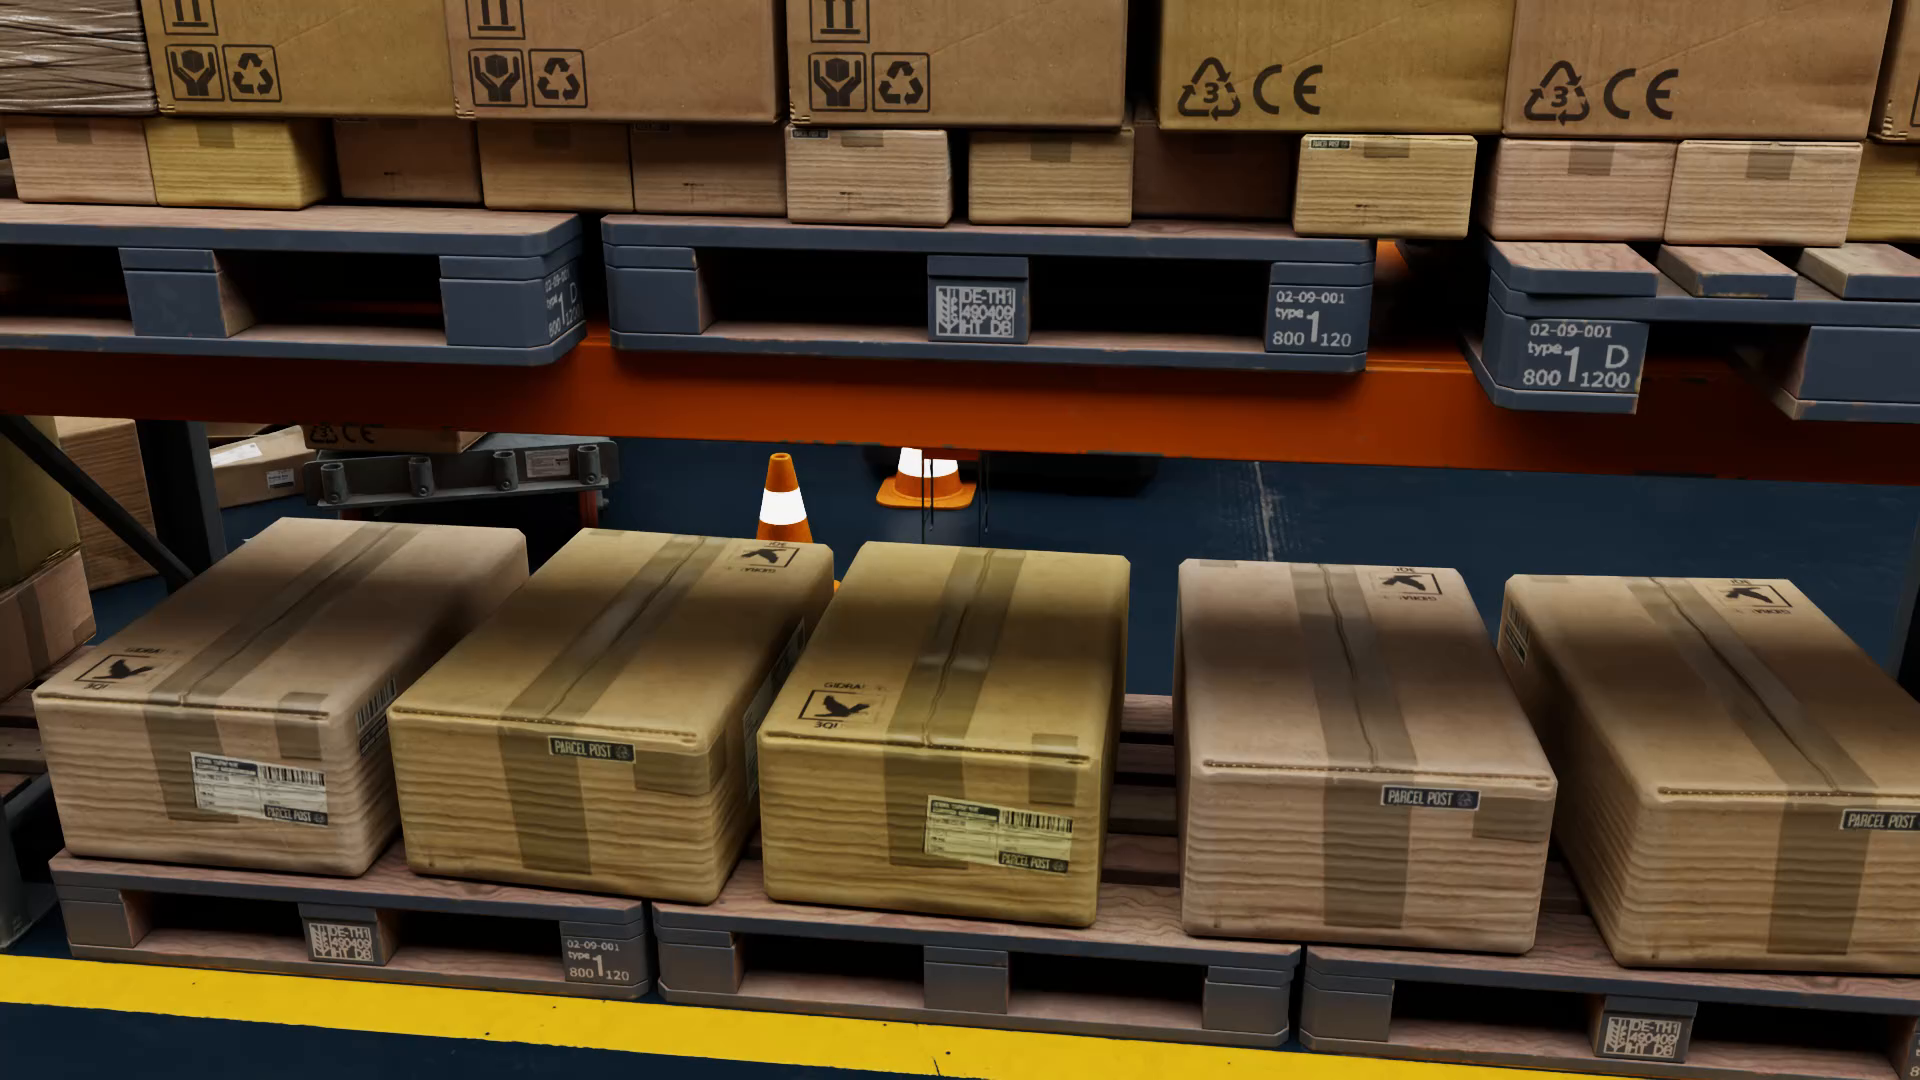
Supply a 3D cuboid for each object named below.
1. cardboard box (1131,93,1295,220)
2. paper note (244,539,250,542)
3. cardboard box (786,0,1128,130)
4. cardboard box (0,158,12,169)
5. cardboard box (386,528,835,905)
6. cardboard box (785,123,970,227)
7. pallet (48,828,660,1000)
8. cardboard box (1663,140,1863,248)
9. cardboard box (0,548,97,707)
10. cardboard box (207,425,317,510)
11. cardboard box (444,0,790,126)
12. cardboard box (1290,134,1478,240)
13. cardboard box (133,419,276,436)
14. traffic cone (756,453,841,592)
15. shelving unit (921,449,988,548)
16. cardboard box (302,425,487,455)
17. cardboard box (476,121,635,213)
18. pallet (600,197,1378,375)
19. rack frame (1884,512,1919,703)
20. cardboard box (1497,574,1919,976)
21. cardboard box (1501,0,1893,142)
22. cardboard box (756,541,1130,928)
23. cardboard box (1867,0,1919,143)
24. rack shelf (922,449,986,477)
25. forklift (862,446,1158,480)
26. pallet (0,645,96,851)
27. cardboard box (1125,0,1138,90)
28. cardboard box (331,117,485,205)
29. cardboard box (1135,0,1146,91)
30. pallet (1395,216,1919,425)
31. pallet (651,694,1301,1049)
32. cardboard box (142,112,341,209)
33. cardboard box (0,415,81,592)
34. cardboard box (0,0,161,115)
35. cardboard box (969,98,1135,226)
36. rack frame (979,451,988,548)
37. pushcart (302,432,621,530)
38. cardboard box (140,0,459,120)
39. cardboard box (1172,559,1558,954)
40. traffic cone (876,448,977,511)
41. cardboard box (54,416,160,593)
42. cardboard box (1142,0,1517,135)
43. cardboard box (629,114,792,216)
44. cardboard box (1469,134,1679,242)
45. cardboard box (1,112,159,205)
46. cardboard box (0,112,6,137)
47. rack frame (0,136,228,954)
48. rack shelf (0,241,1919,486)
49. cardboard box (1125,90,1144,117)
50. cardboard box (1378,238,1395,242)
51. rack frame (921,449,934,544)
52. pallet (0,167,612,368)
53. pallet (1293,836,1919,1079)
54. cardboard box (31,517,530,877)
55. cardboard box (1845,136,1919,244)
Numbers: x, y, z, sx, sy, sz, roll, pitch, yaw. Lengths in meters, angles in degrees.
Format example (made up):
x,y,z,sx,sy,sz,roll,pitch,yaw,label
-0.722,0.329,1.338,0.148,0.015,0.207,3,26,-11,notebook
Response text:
x,y,z,sx,sy,sz,roll,pitch,yaw,label
0.412,-0.640,2.750,0.250,0.149,0.380,3,22,7,cardboard box
-2.243,-0.015,5.435,0.142,0.019,0.148,2,22,6,paper note
0.012,-0.939,2.622,0.500,0.500,0.500,2,22,4,cardboard box
-2.193,-0.763,3.633,0.250,0.149,0.380,2,22,6,cardboard box
-0.682,0.329,3.531,0.625,0.372,0.950,4,22,10,cardboard box
-0.115,-0.622,2.704,0.250,0.149,0.380,3,22,8,cardboard box
-1.144,0.580,3.685,1.213,0.211,1.003,2,22,6,pallet
1.171,-0.563,2.554,0.250,0.149,0.380,2,22,6,cardboard box
-2.472,0.210,3.998,0.500,0.250,0.500,2,22,4,cardboard box
-2.474,-0.297,5.830,0.396,0.266,0.258,-14,25,-31,cardboard box
-0.499,-0.957,2.668,0.500,0.500,0.500,2,22,6,cardboard box
0.647,-0.584,2.606,0.250,0.149,0.380,3,22,7,cardboard box
-2.918,-0.636,6.179,0.503,0.637,0.797,2,22,6,cardboard box
-0.521,-0.027,4.879,0.334,0.463,0.336,2,22,6,traffic cone
-0.014,-0.559,5.221,0.189,1.200,0.258,2,22,6,shelving unit
-1.738,-0.590,5.223,0.500,0.500,0.500,2,22,6,cardboard box
-0.618,-0.664,2.810,0.250,0.149,0.380,3,22,7,cardboard box
0.084,-0.558,3.032,1.213,0.211,1.003,2,22,6,pallet
2.055,-0.576,2.818,0.127,3.000,1.000,2,22,6,rack frame
1.495,0.422,3.295,0.625,0.372,0.950,1,22,3,cardboard box
1.056,-0.893,2.507,0.500,0.500,0.500,2,22,5,cardboard box
0.009,0.358,3.457,0.625,0.372,0.950,3,22,8,cardboard box
1.570,-0.875,2.461,0.500,0.500,0.500,2,22,5,cardboard box
-0.014,-0.294,5.325,0.180,0.103,0.258,2,22,6,rack shelf
0.429,-2.080,6.715,1.130,2.935,3.031,4,22,10,forklift
-2.589,0.531,3.809,1.213,0.211,1.003,2,22,6,pallet
0.093,-1.126,3.095,0.500,0.500,0.500,2,22,4,cardboard box
-0.869,-0.690,2.877,0.250,0.149,0.380,4,22,10,cardboard box
0.589,-1.101,3.033,0.500,0.500,0.500,3,22,7,cardboard box
1.334,-0.479,2.833,1.003,0.211,1.213,2,22,6,pallet
0.071,0.632,3.553,1.213,0.211,1.003,2,22,6,pallet
-1.159,-0.675,2.837,0.250,0.149,0.380,3,22,7,cardboard box
-2.472,-0.139,3.860,0.500,0.500,0.500,4,22,9,cardboard box
-1.486,-1.005,2.789,0.500,0.500,0.500,3,22,8,cardboard box
0.153,-0.621,2.702,0.250,0.149,0.380,2,22,5,cardboard box
0.076,-0.555,5.211,0.006,1.200,0.240,2,22,6,rack frame
-1.699,-0.365,5.849,0.936,0.377,1.648,-5,22,-12,pushcart
-0.988,-0.983,2.735,0.500,0.500,0.500,3,22,6,cardboard box
0.761,0.393,3.368,0.625,0.372,0.950,2,22,5,cardboard box
-0.116,-0.380,5.771,0.334,0.463,0.336,2,22,6,traffic cone
-2.822,-0.131,5.089,0.500,0.500,0.500,-19,28,-40,cardboard box
0.554,-0.915,2.561,0.500,0.500,0.500,1,22,3,cardboard box
-0.373,-0.653,2.781,0.250,0.149,0.380,3,22,7,cardboard box
0.922,-0.577,2.589,0.250,0.149,0.380,1,22,4,cardboard box
-1.406,-0.689,2.873,0.250,0.149,0.380,3,22,7,cardboard box
-2.322,-1.055,3.488,0.500,0.500,0.500,2,22,6,cardboard box
-1.918,-0.750,3.256,0.127,3.000,1.000,2,22,6,rack frame
0.069,-0.328,3.169,4.000,0.370,1.077,2,22,6,rack shelf
0.406,-0.789,3.127,0.250,0.149,0.380,3,22,8,cardboard box
1.943,-1.596,7.887,0.750,0.750,1.050,2,22,6,cardboard box
-0.105,-0.563,5.231,0.006,1.200,0.240,2,22,6,rack frame
-1.176,-0.574,3.073,1.213,0.211,1.003,2,22,6,pallet
1.279,0.686,3.418,1.213,0.211,1.003,2,22,6,pallet
-1.396,0.299,3.607,0.625,0.372,0.950,3,22,7,cardboard box
1.427,-0.568,2.568,0.250,0.149,0.380,3,22,7,cardboard box
